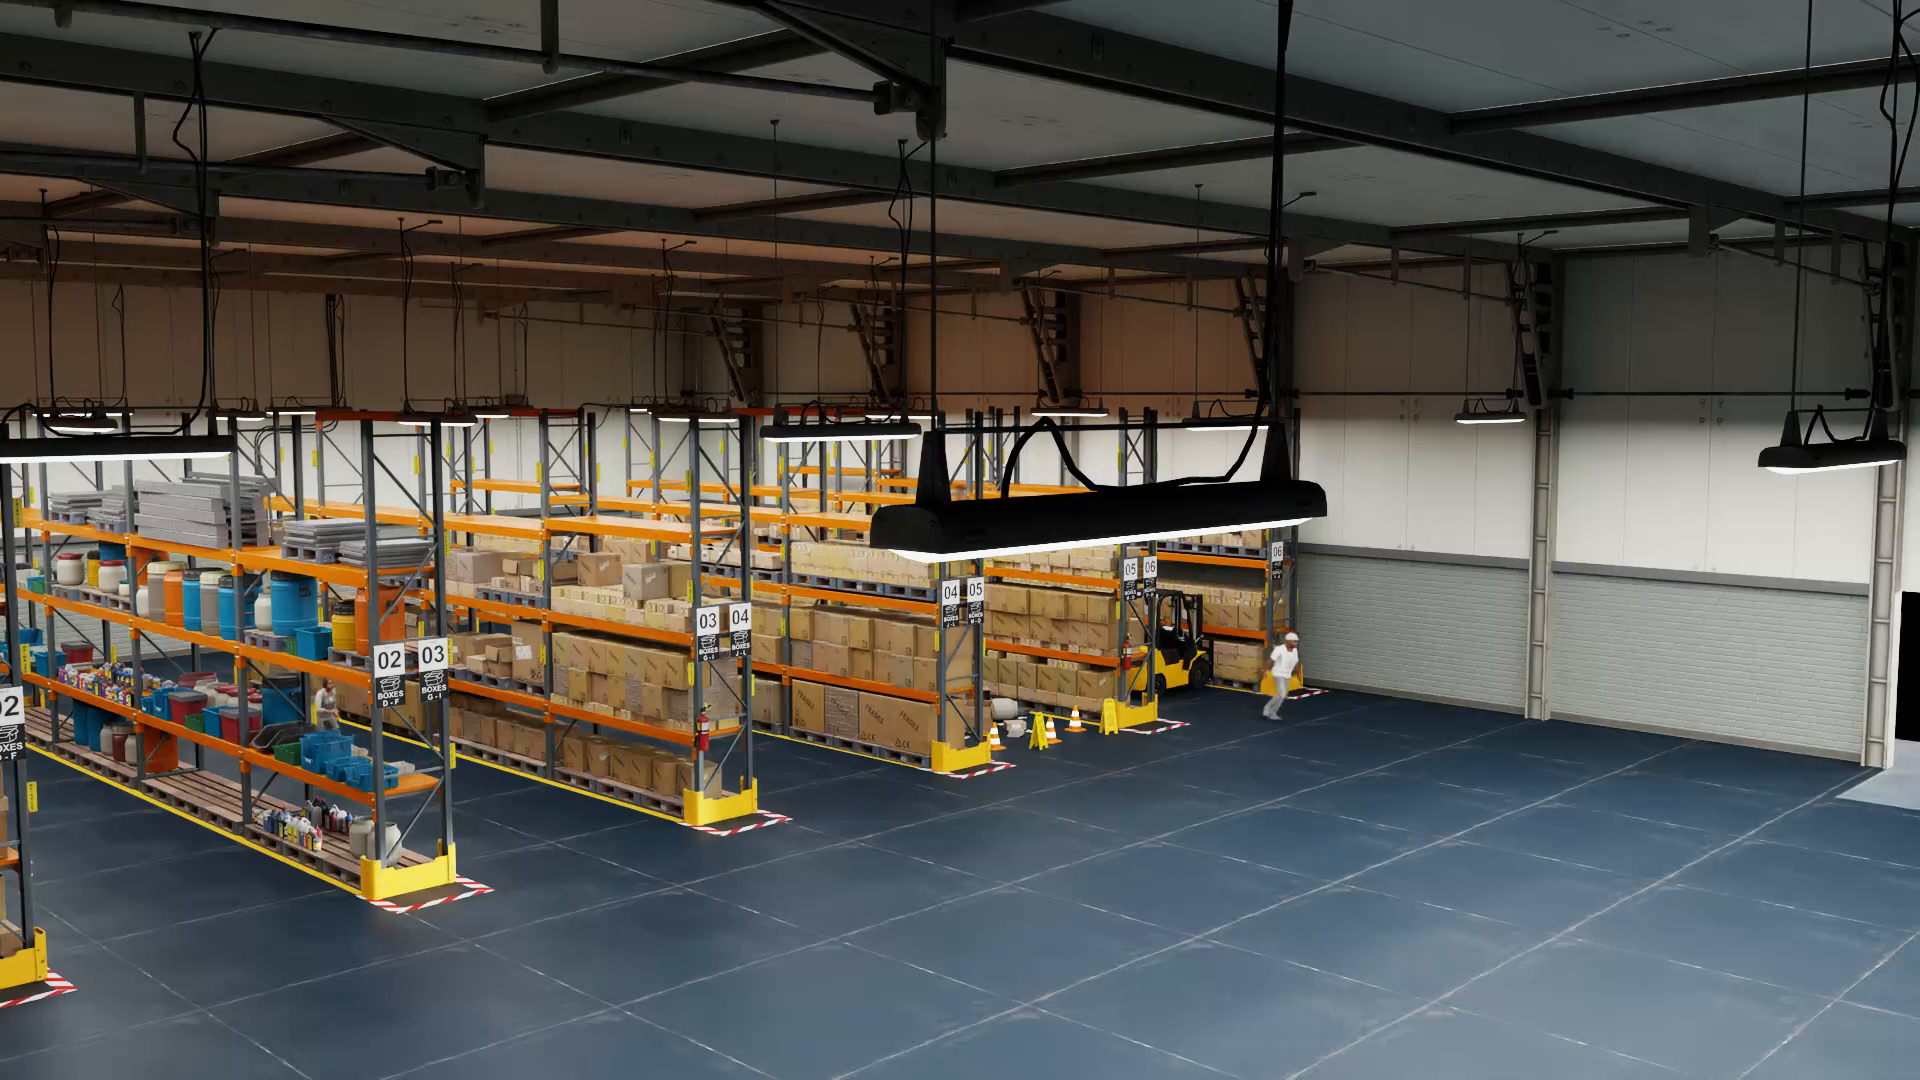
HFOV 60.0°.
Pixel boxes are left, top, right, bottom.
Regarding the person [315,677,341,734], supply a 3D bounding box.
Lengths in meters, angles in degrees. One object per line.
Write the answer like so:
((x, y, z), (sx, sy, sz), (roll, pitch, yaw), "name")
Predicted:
((-10.873, 3.064, 28.548), (0.744, 1.492, 0.536), (3, 6, 30), "person")

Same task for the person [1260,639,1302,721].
((6.215, 2.653, 32.117), (0.696, 1.681, 0.572), (-4, 7, -40), "person")
